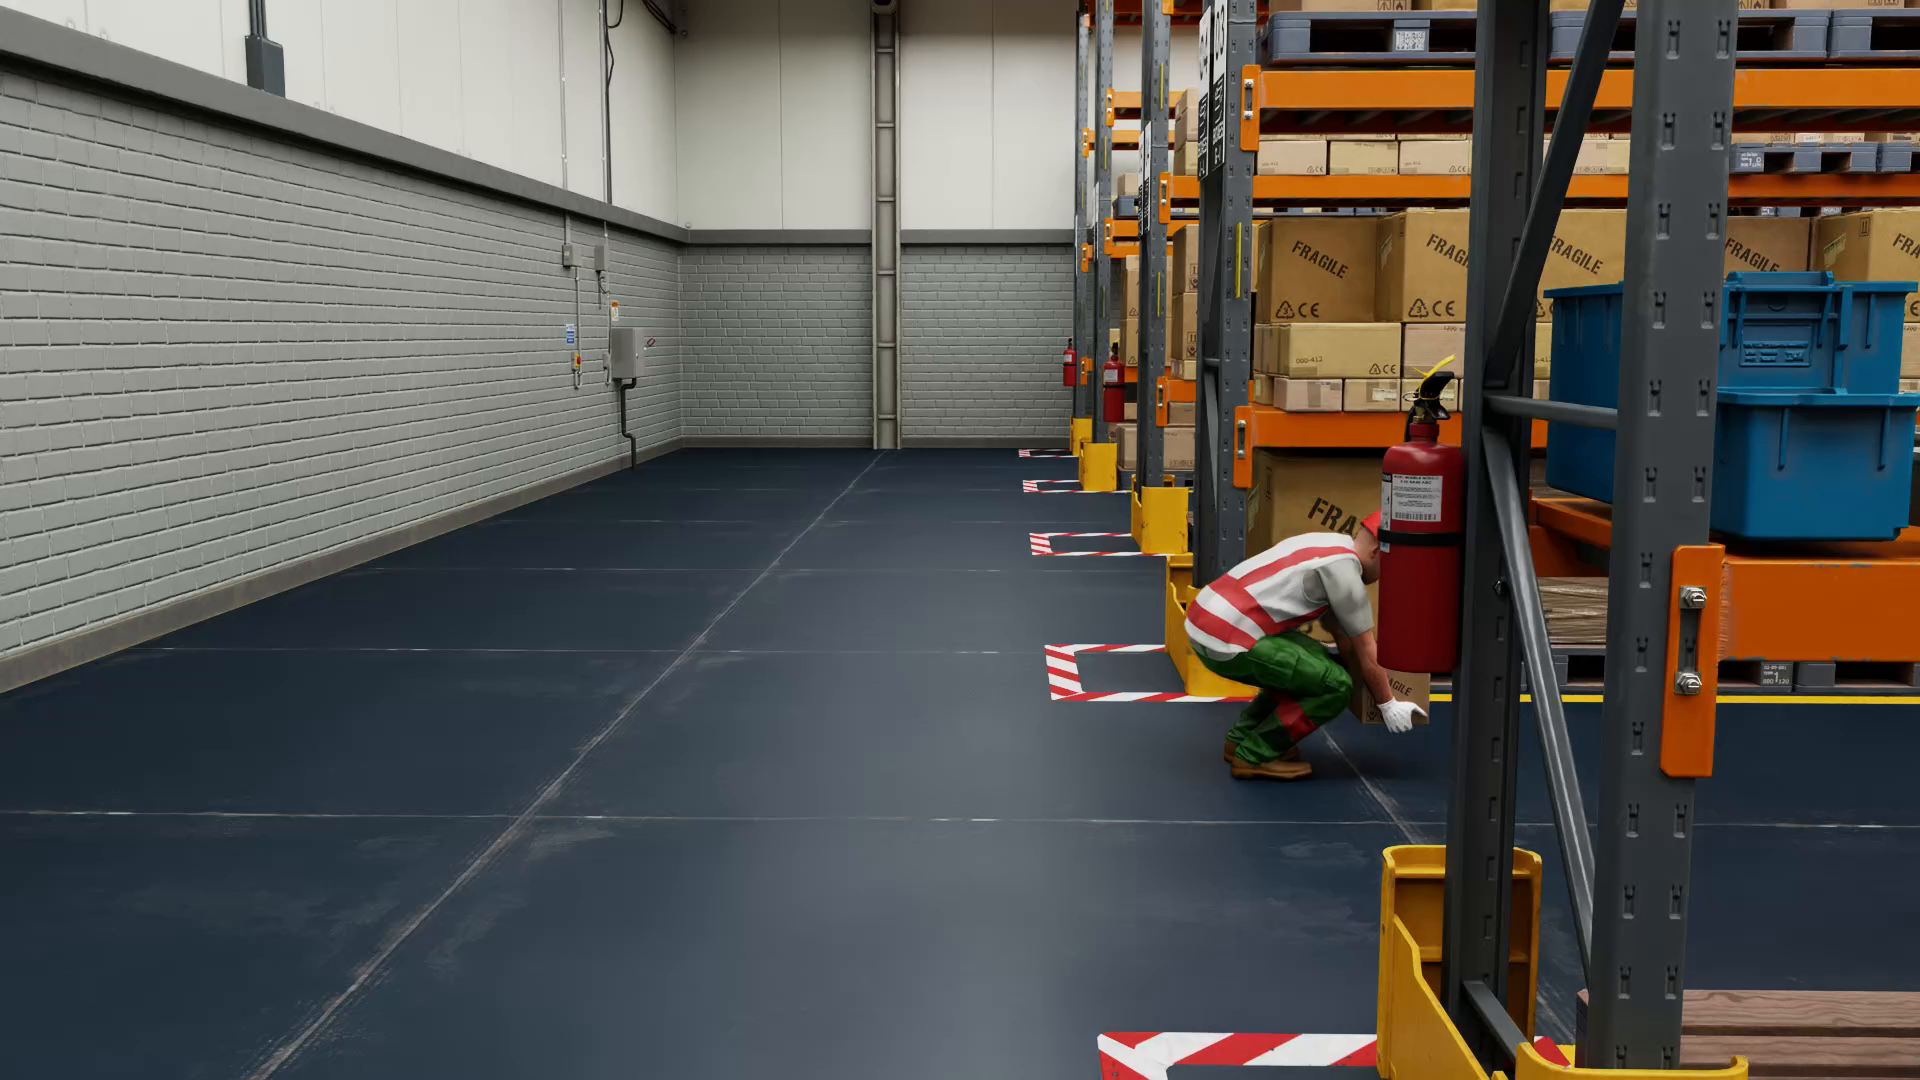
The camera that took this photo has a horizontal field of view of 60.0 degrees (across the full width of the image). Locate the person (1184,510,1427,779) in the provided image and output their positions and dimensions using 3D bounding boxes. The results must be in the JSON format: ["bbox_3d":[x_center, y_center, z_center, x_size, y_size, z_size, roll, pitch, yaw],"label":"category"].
[{"bbox_3d":[1.302,0.384,6.321,0.895,0.997,0.541,0,7,0],"label":"person"}]
